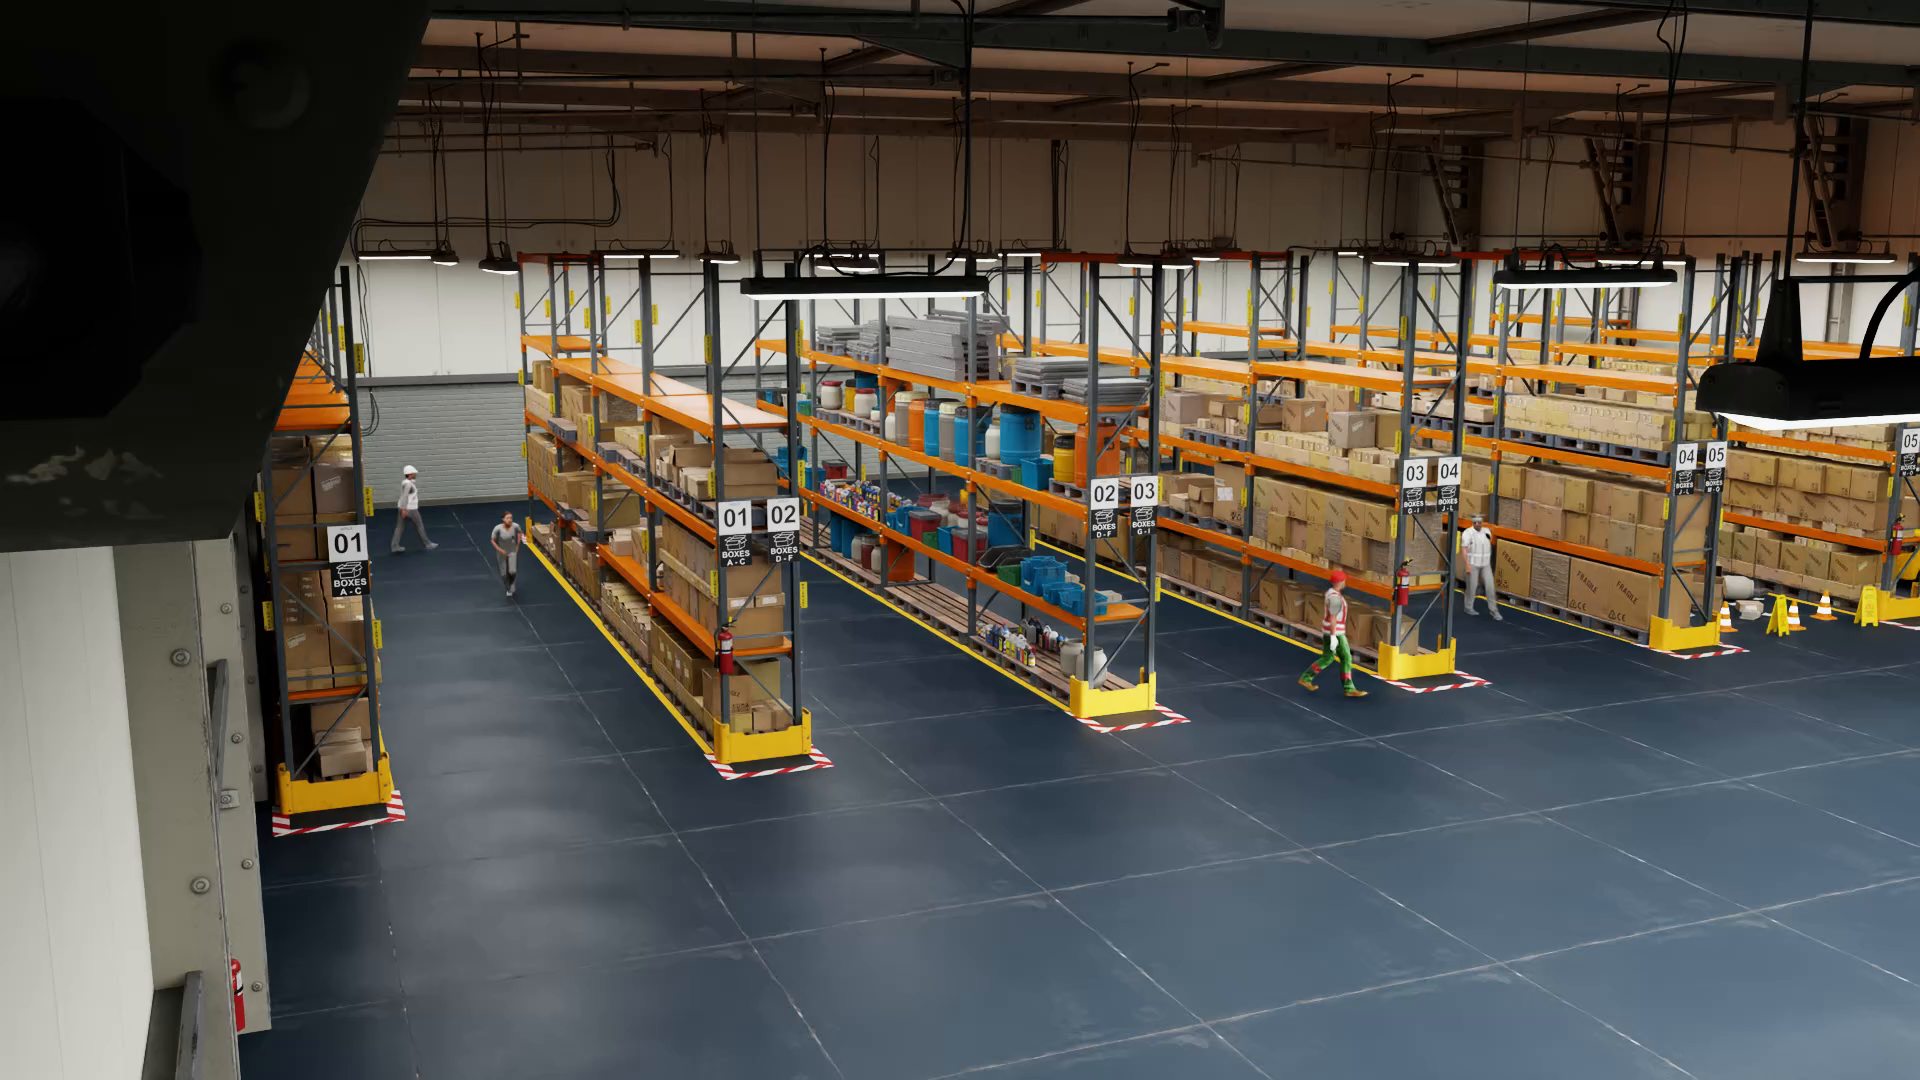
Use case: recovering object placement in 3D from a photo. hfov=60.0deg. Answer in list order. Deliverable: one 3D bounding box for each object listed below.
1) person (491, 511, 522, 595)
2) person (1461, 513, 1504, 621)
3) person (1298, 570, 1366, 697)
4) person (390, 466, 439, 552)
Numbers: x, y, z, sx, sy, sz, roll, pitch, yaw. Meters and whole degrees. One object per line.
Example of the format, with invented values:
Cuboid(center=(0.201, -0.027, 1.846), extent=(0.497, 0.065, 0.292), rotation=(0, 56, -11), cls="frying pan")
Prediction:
Cuboid(center=(-8.002, 0.233, 29.407), extent=(0.534, 1.575, 0.696), rotation=(-2, 11, -13), cls="person")
Cuboid(center=(8.735, 0.435, 27.842), extent=(0.627, 1.762, 0.662), rotation=(-2, 10, -8), cls="person")
Cuboid(center=(5.194, 1.291, 23.120), extent=(0.911, 1.764, 0.598), rotation=(1, 10, 4), cls="person")
Cuboid(center=(-11.157, -0.661, 33.728), extent=(0.505, 1.710, 0.987), rotation=(8, 13, 38), cls="person")
